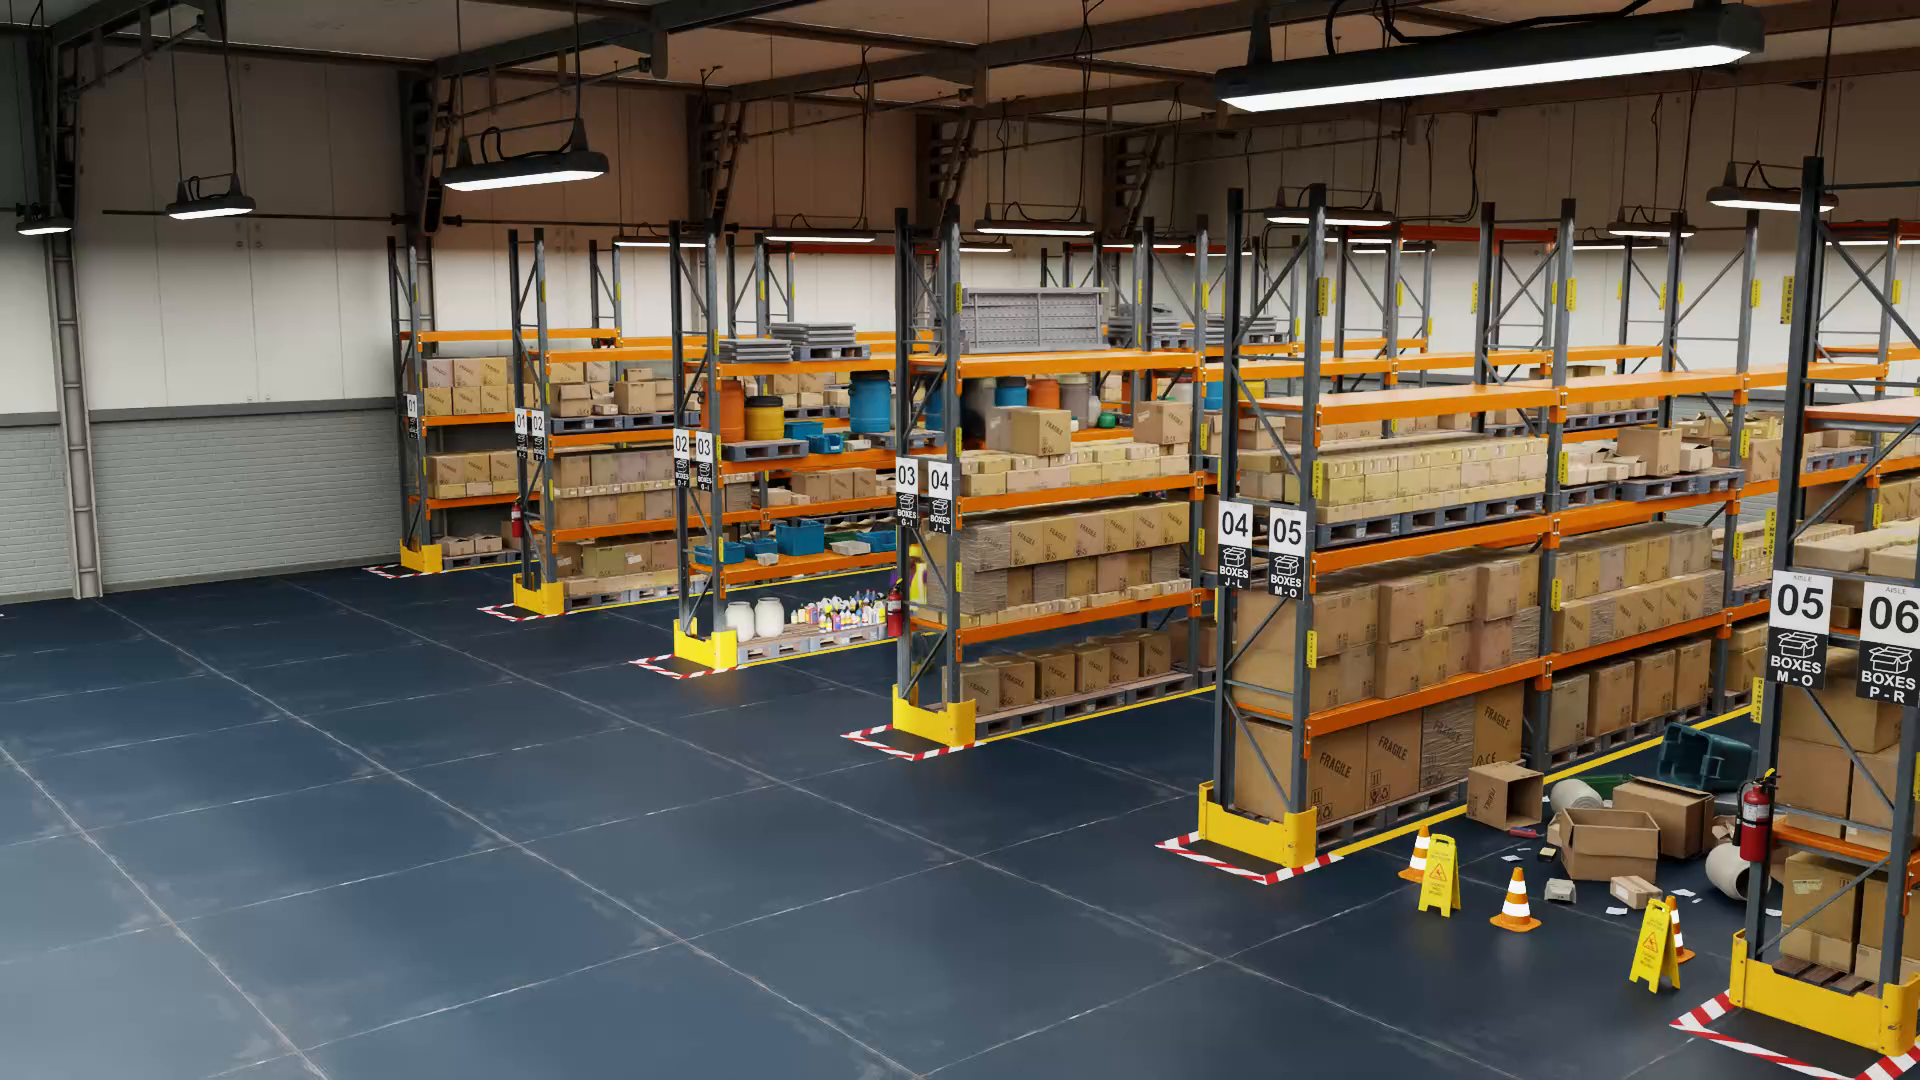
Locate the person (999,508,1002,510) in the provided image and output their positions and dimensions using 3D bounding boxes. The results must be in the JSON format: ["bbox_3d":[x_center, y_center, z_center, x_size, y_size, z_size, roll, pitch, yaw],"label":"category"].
[{"bbox_3d":[0.432,-0.193,29.624,0.599,1.693,0.820,7,11,39],"label":"person"}]

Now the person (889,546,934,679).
[{"bbox_3d":[-0.577,0.940,21.943,0.732,1.765,0.816,5,10,27],"label":"person"}]

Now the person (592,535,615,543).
[{"bbox_3d":[-6.237,-0.110,29.228,0.506,1.592,0.662,6,11,33],"label":"person"}]
